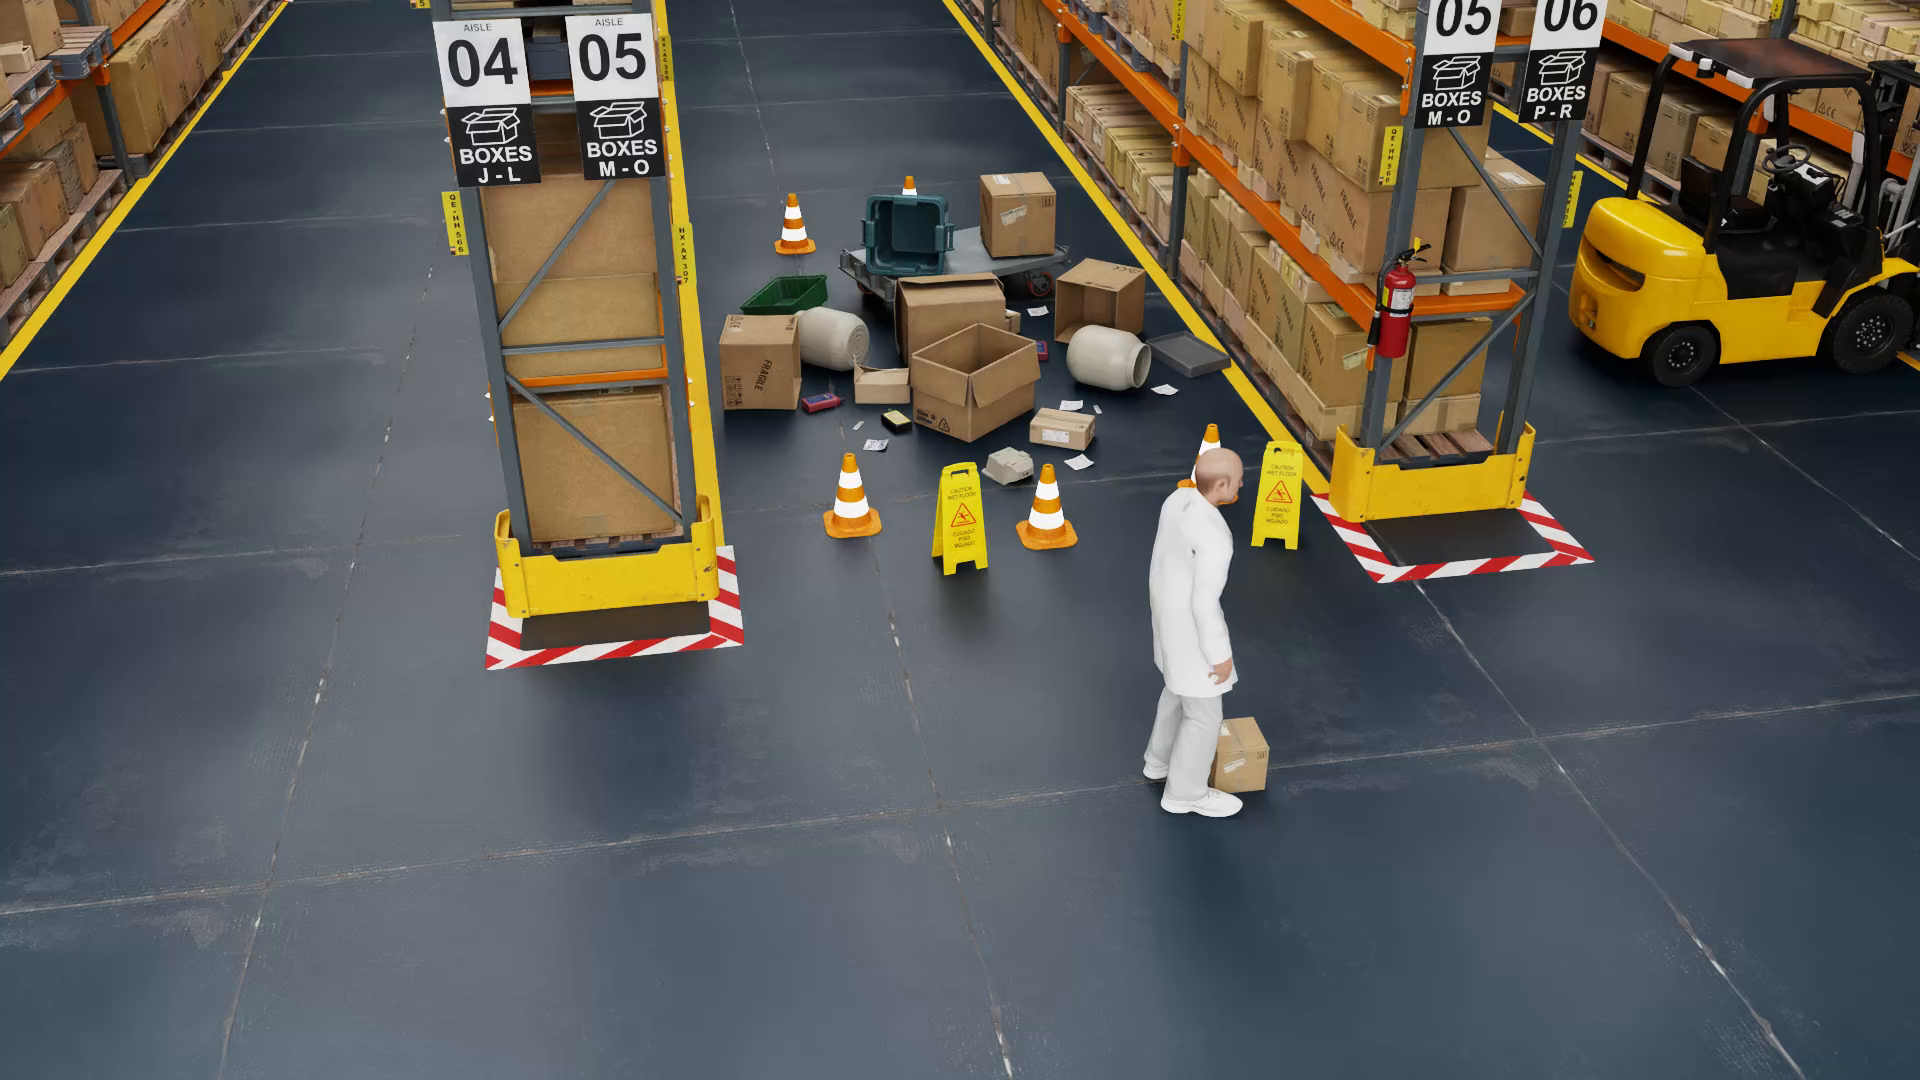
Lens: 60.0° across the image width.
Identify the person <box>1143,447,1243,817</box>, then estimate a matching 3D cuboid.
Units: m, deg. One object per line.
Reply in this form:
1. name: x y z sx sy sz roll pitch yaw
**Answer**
1. person: 1.062 0.395 7.480 0.424 1.774 0.644 -5 31 -9
